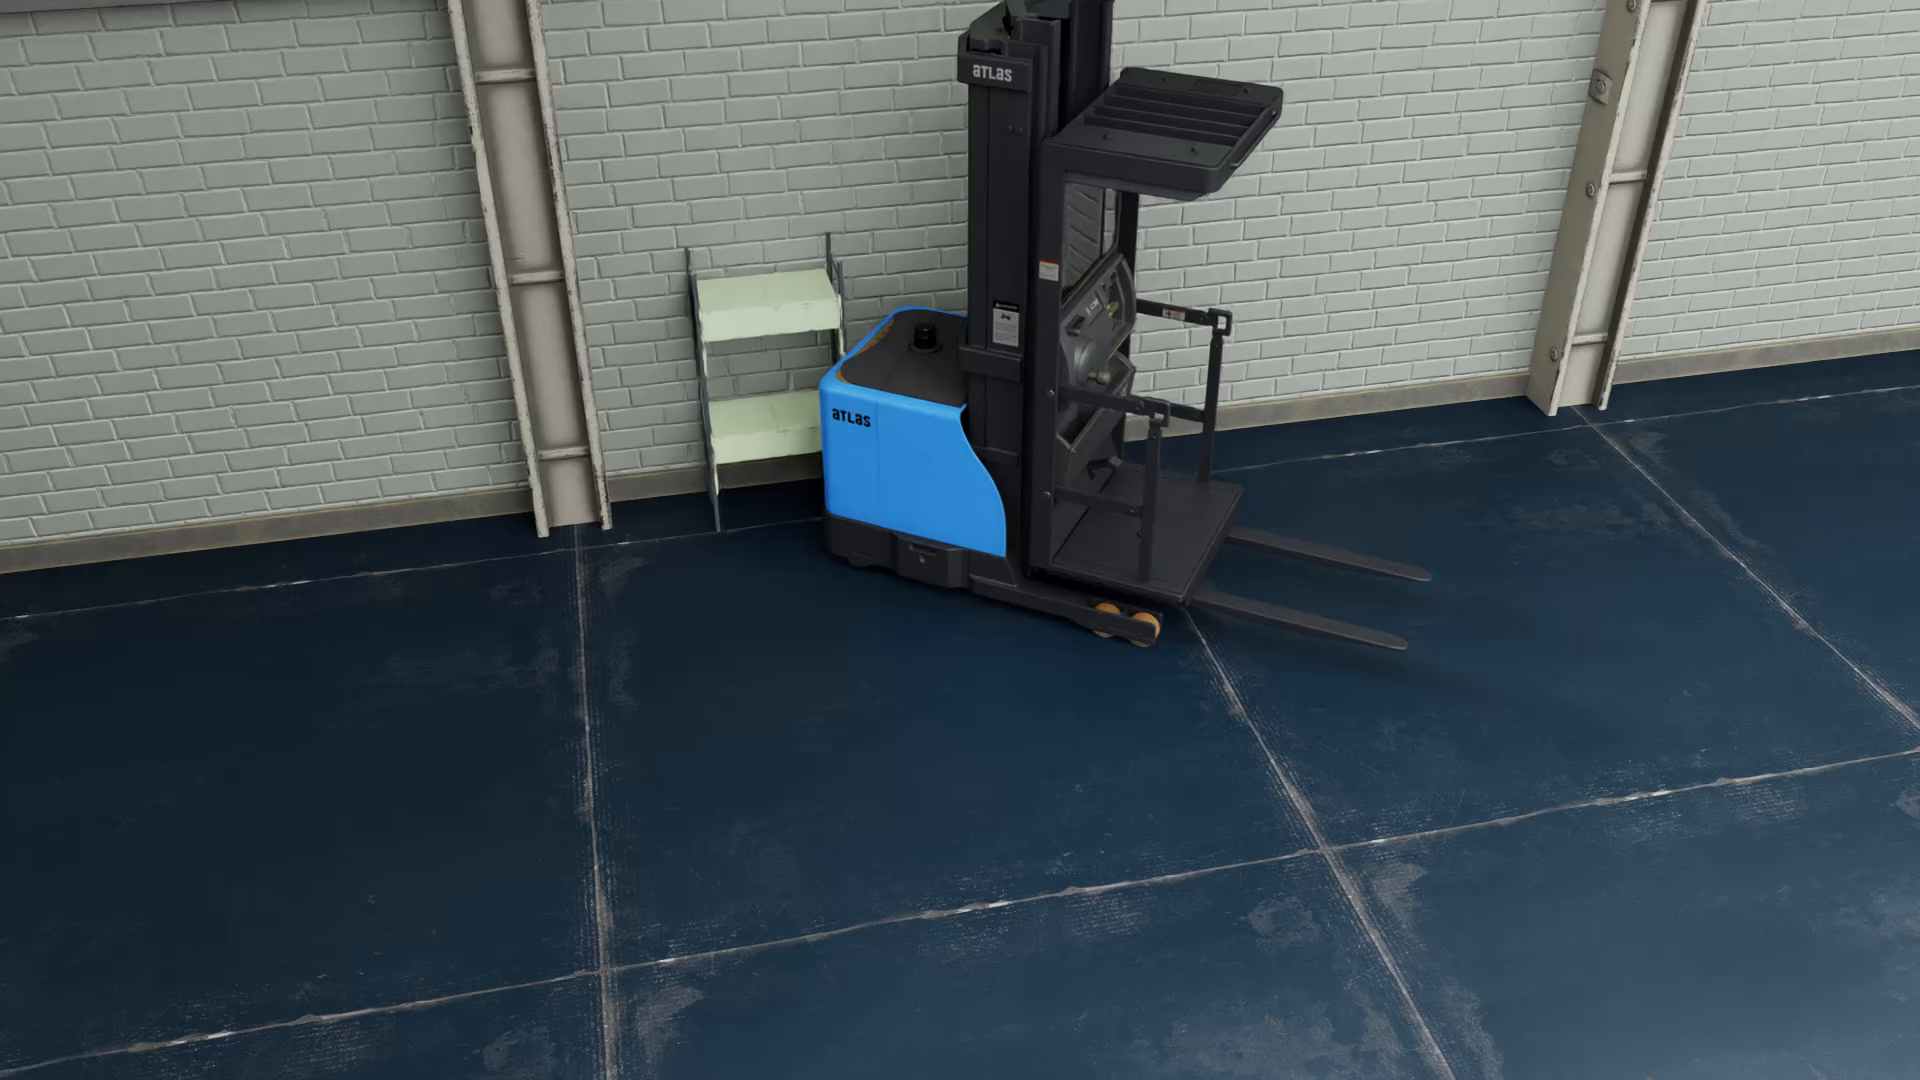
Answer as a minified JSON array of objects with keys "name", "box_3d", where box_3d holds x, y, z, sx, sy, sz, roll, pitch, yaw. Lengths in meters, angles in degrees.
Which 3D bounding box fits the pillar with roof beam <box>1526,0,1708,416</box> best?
[{"name":"pillar with roof beam","box_3d":[4.679,-2.257,4.261,0.400,9.000,9.100,-7,35,-11]}]

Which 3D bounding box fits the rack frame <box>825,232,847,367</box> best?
[{"name":"rack frame","box_3d":[-0.644,-0.870,8.919,0.023,1.500,0.400,-7,34,-11]}]

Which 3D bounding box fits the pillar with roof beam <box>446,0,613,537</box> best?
[{"name":"pillar with roof beam","box_3d":[-1.174,-1.519,3.162,0.400,9.000,9.100,-7,35,-11]}]

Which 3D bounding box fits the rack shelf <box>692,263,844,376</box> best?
[{"name":"rack shelf","box_3d":[-1.001,-1.150,8.635,0.720,0.370,0.431,-7,34,-11]}]

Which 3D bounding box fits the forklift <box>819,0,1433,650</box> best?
[{"name":"forklift","box_3d":[0.845,-1.030,7.878,3.031,2.935,1.130,14,36,20]}]

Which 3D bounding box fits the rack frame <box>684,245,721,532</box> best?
[{"name":"rack frame","box_3d":[-1.357,-0.777,8.778,0.023,1.500,0.400,-7,34,-11]}]

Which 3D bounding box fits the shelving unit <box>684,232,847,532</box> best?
[{"name":"shelving unit","box_3d":[-1.001,-0.823,8.848,0.755,1.500,0.431,-7,34,-11]}]

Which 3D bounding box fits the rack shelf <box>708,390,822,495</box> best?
[{"name":"rack shelf","box_3d":[-1.000,-0.551,9.027,0.720,0.370,0.431,-7,34,-11]}]
